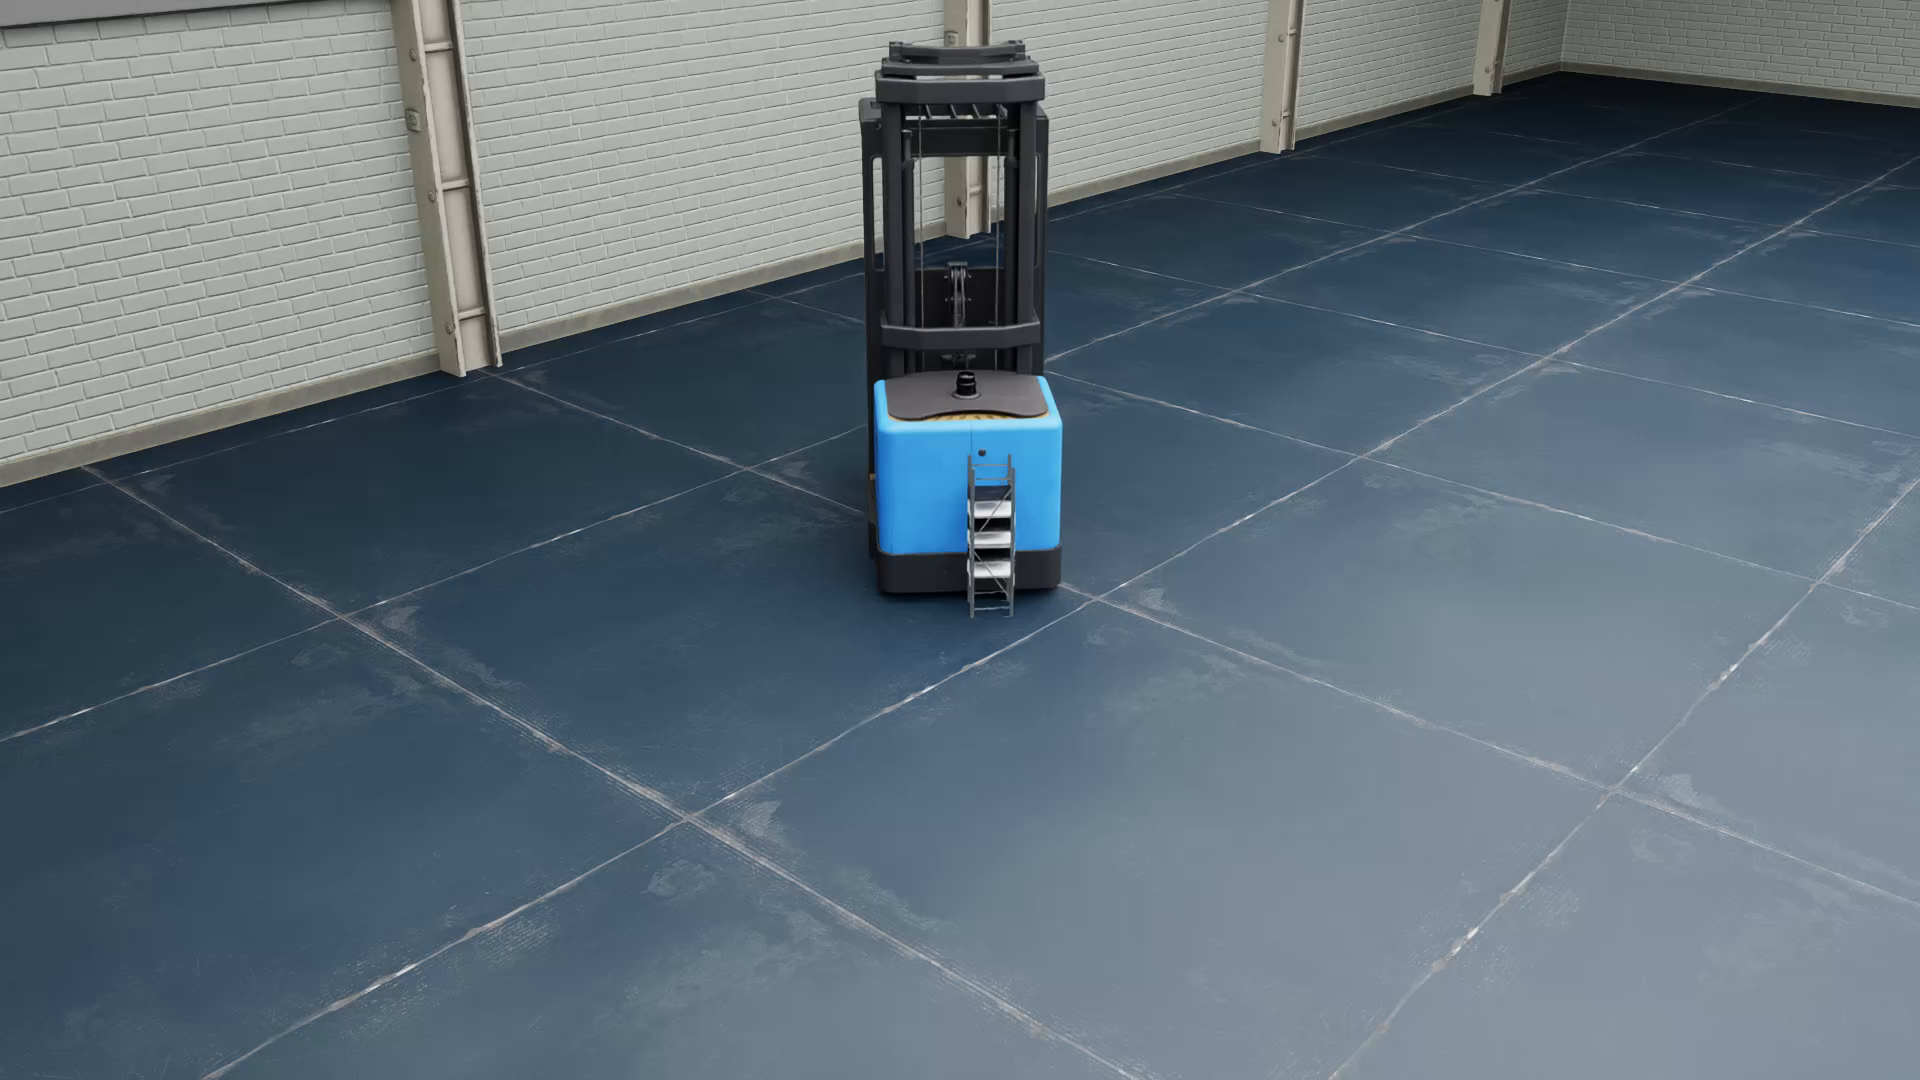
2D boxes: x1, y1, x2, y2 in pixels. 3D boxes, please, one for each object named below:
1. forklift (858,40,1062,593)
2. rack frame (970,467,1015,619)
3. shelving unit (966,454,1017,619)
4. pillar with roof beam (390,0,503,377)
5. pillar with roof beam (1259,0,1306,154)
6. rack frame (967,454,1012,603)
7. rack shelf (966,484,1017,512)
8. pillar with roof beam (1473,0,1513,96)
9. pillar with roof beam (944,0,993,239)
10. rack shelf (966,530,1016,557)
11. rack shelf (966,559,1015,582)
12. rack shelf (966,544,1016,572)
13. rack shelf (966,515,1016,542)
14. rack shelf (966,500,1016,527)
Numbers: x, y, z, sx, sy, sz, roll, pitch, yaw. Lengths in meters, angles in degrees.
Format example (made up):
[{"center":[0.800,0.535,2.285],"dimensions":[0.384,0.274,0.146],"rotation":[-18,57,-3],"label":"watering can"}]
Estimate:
[{"center":[-0.048,-1.601,10.239],"dimensions":[1.130,2.935,3.031],"rotation":[-2,24,-4],"label":"forklift"},{"center":[0.178,0.026,9.092],"dimensions":[0.240,0.900,0.006],"rotation":[-2,24,-4],"label":"rack frame"},{"center":[0.170,-0.015,9.184],"dimensions":[0.258,0.900,0.210],"rotation":[-2,24,-4],"label":"shelving unit"},{"center":[-0.718,-4.317,8.879],"dimensions":[9.100,9.000,0.400],"rotation":[20,31,38],"label":"pillar with roof beam"},{"center":[7.291,-7.973,17.033],"dimensions":[9.100,9.000,0.400],"rotation":[20,31,38],"label":"pillar with roof beam"},{"center":[0.162,-0.057,9.277],"dimensions":[0.240,0.900,0.006],"rotation":[-2,24,-4],"label":"rack frame"},{"center":[0.170,-0.231,9.088],"dimensions":[0.258,0.077,0.200],"rotation":[-2,24,-4],"label":"rack shelf"},{"center":[11.296,-9.801,21.111],"dimensions":[9.100,9.000,0.400],"rotation":[20,31,38],"label":"pillar with roof beam"},{"center":[3.287,-6.145,12.956],"dimensions":[9.100,9.000,0.400],"rotation":[20,31,38],"label":"pillar with roof beam"},{"center":[0.170,0.015,9.198],"dimensions":[0.258,0.077,0.200],"rotation":[-2,24,-4],"label":"rack shelf"},{"center":[0.170,0.179,9.272],"dimensions":[0.258,0.077,0.200],"rotation":[-2,24,-4],"label":"rack shelf"},{"center":[0.170,0.097,9.235],"dimensions":[0.258,0.077,0.200],"rotation":[-2,24,-4],"label":"rack shelf"},{"center":[0.170,-0.067,9.161],"dimensions":[0.258,0.077,0.200],"rotation":[-2,24,-4],"label":"rack shelf"},{"center":[0.170,-0.149,9.124],"dimensions":[0.258,0.077,0.200],"rotation":[-2,24,-4],"label":"rack shelf"}]
